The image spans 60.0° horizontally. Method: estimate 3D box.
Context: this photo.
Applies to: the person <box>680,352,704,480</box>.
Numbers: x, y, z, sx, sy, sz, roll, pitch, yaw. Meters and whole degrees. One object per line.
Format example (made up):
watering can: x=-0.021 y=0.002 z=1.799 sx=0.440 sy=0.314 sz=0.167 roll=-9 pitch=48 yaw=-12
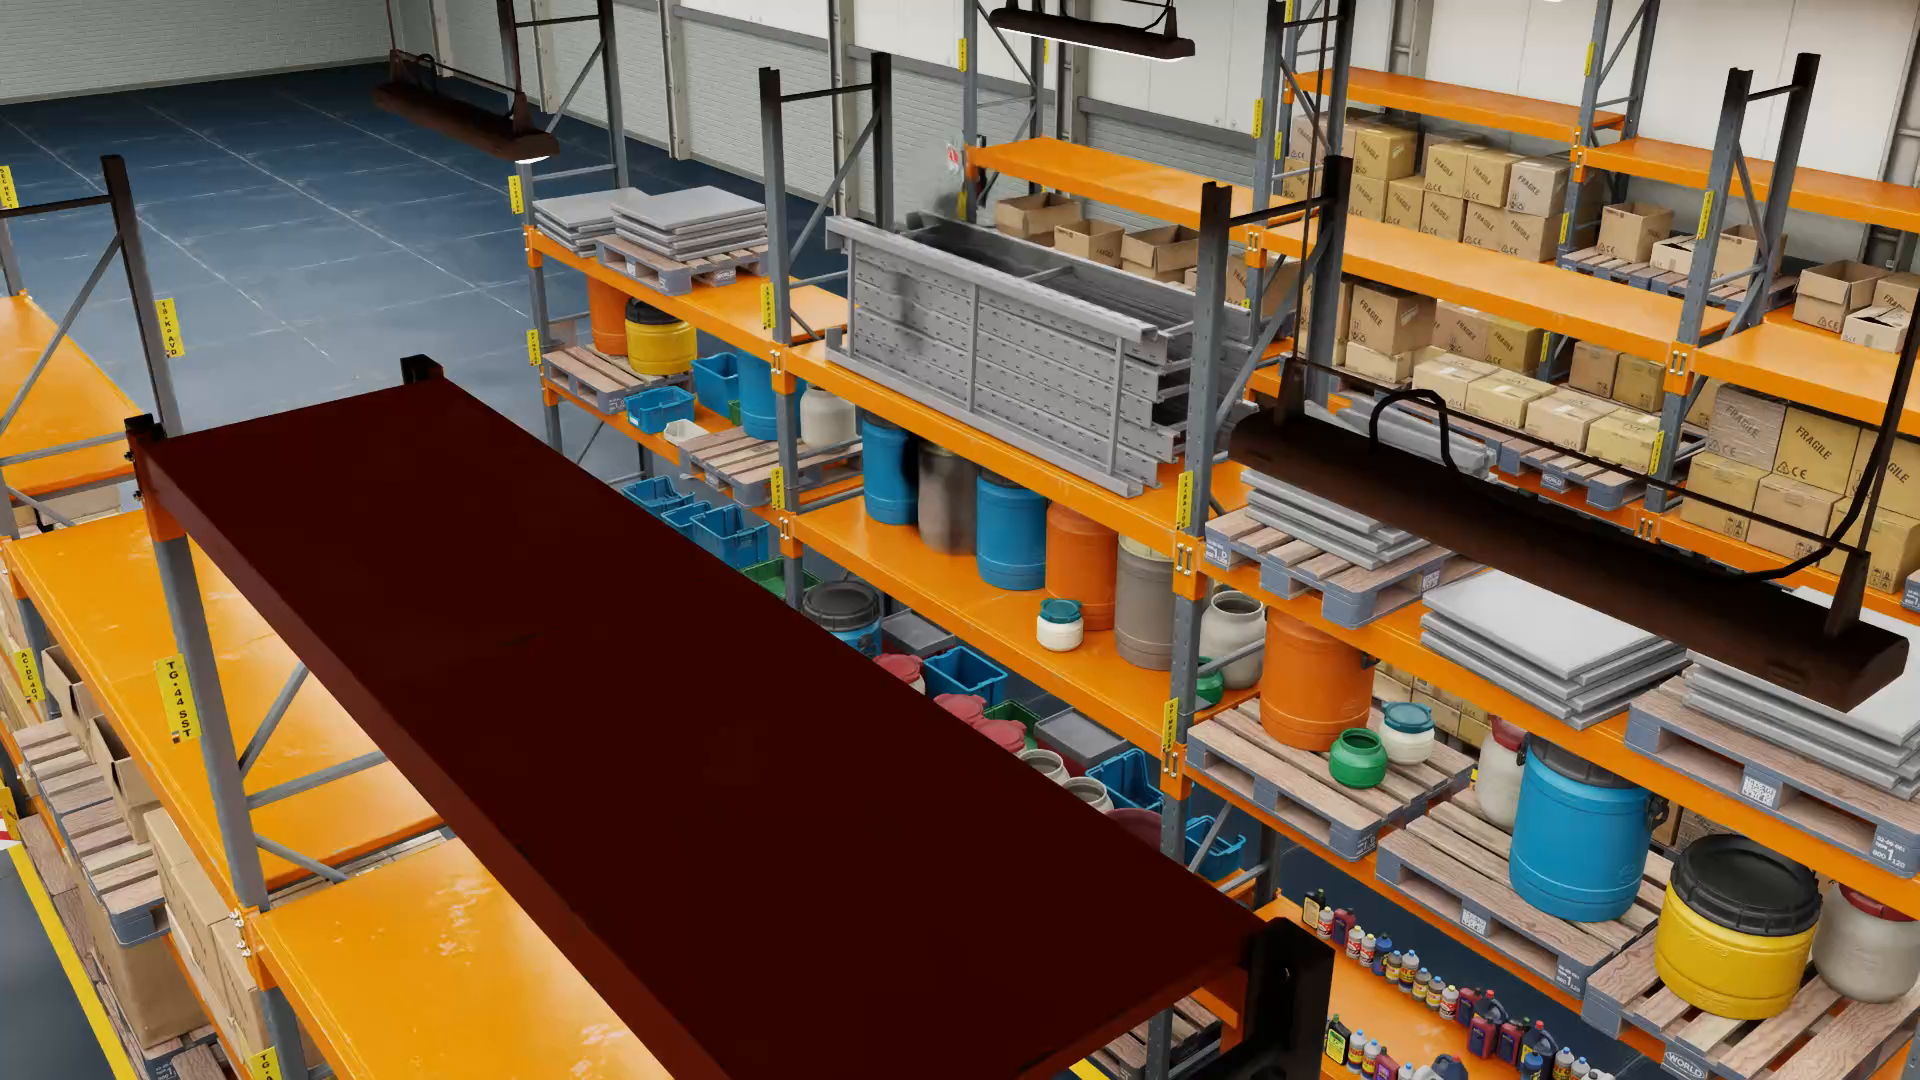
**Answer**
person: x=-3.008 y=-1.455 z=19.491 sx=0.669 sy=1.587 sz=0.534 roll=-3 pitch=26 yaw=-6
